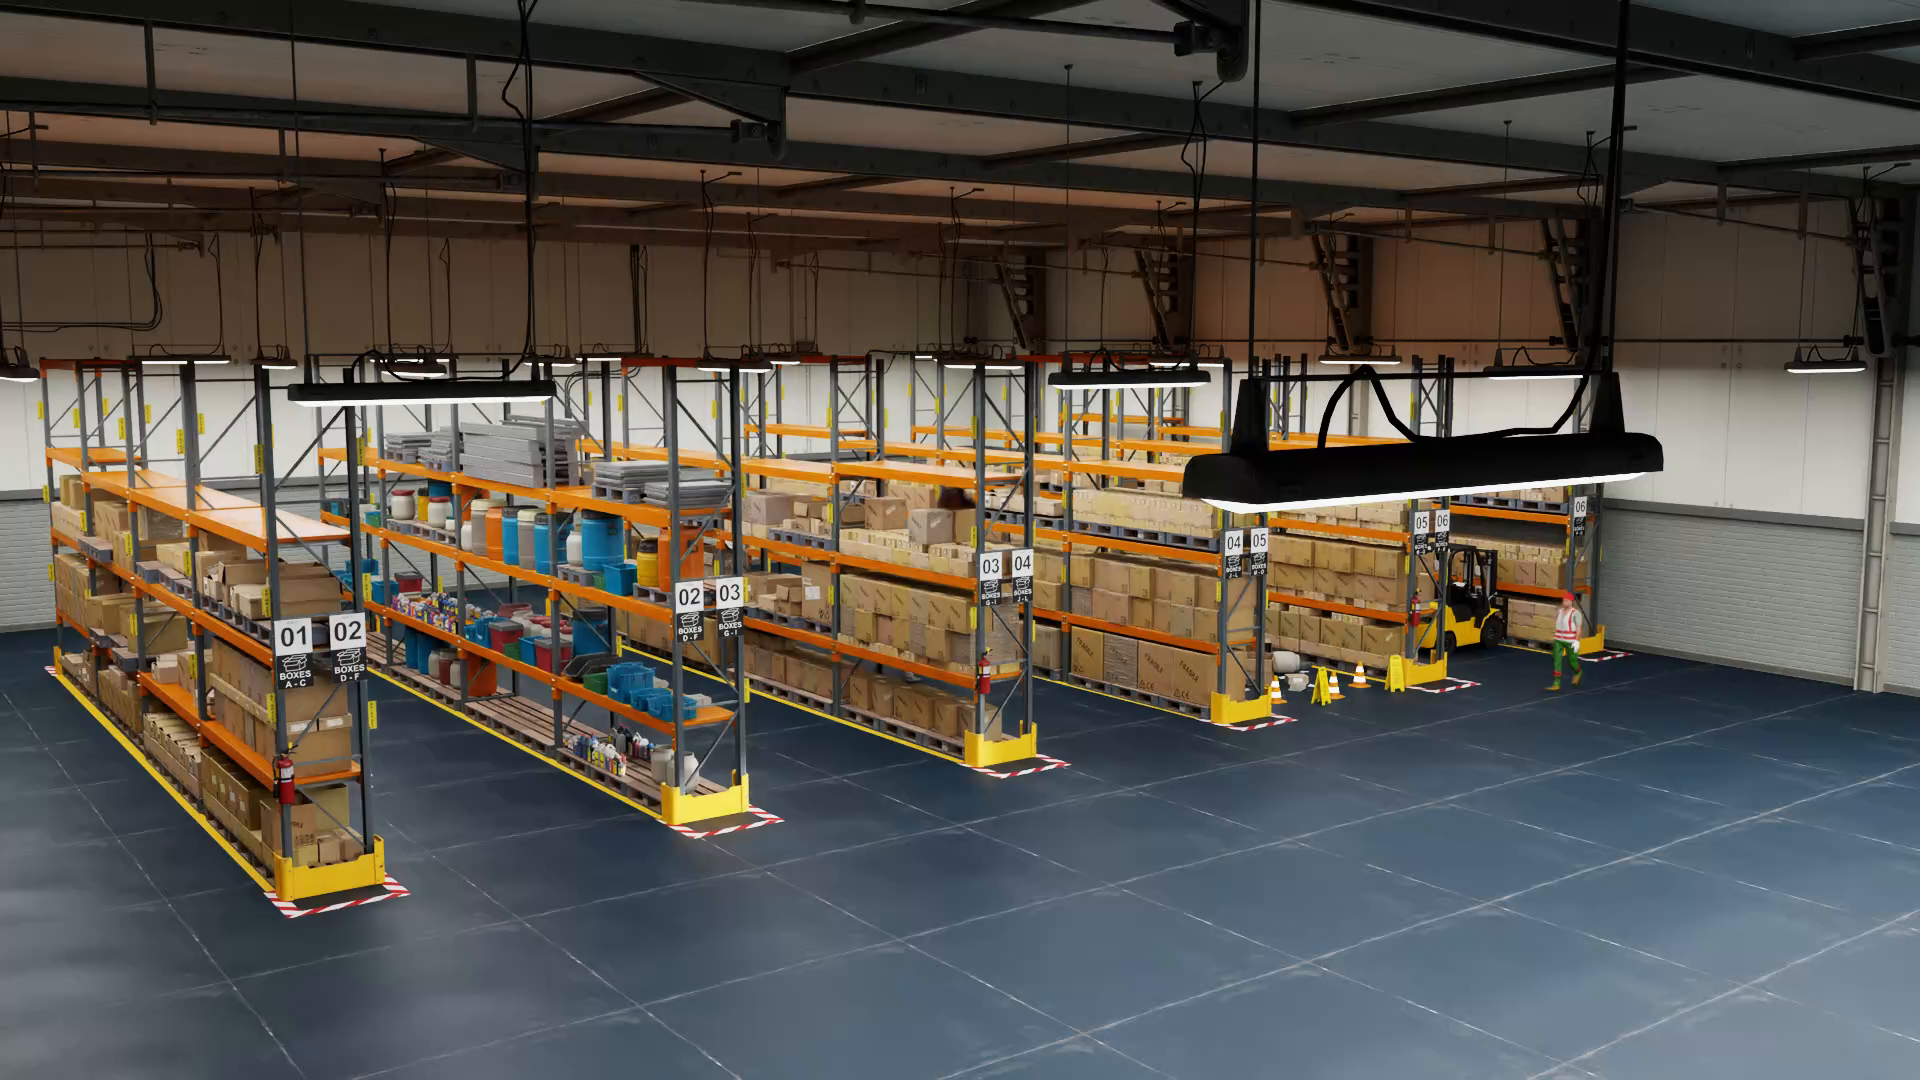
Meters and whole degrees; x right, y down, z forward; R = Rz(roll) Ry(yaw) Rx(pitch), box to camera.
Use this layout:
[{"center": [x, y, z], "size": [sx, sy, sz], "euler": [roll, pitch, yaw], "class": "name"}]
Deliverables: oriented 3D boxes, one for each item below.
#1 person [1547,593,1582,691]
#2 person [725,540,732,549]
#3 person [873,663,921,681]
[{"center": [11.015, 1.838, 30.192], "size": [0.537, 1.774, 0.907], "euler": [5, 9, 37], "class": "person"}, {"center": [-5.891, 0.364, 42.318], "size": [0.572, 1.763, 0.696], "euler": [1, 7, 12], "class": "person"}, {"center": [-1.180, 1.788, 30.930], "size": [0.621, 1.672, 1.025], "euler": [-6, 9, -43], "class": "person"}]
